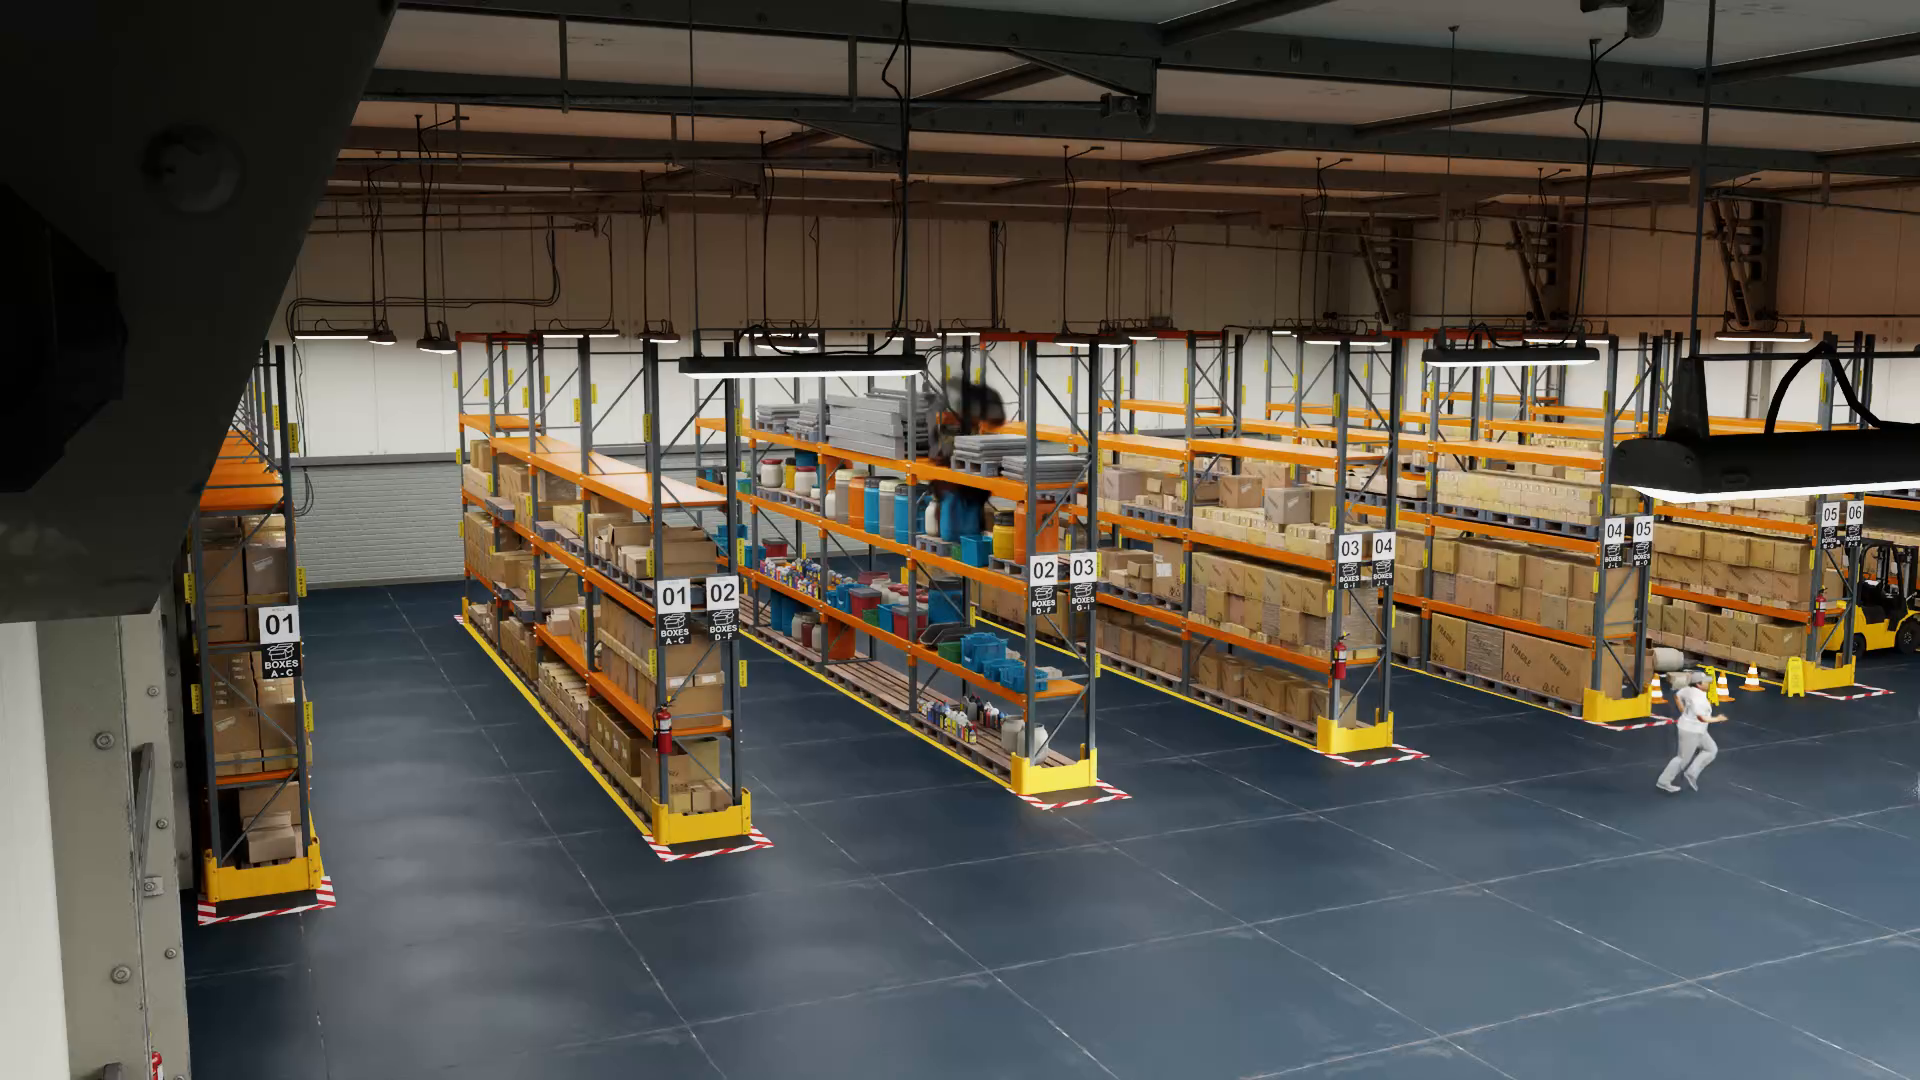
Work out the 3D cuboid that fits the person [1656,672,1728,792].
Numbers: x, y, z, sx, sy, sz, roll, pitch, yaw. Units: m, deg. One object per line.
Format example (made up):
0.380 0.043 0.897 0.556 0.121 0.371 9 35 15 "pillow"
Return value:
9.723 2.543 22.073 0.827 1.644 0.618 3 8 20 "person"
